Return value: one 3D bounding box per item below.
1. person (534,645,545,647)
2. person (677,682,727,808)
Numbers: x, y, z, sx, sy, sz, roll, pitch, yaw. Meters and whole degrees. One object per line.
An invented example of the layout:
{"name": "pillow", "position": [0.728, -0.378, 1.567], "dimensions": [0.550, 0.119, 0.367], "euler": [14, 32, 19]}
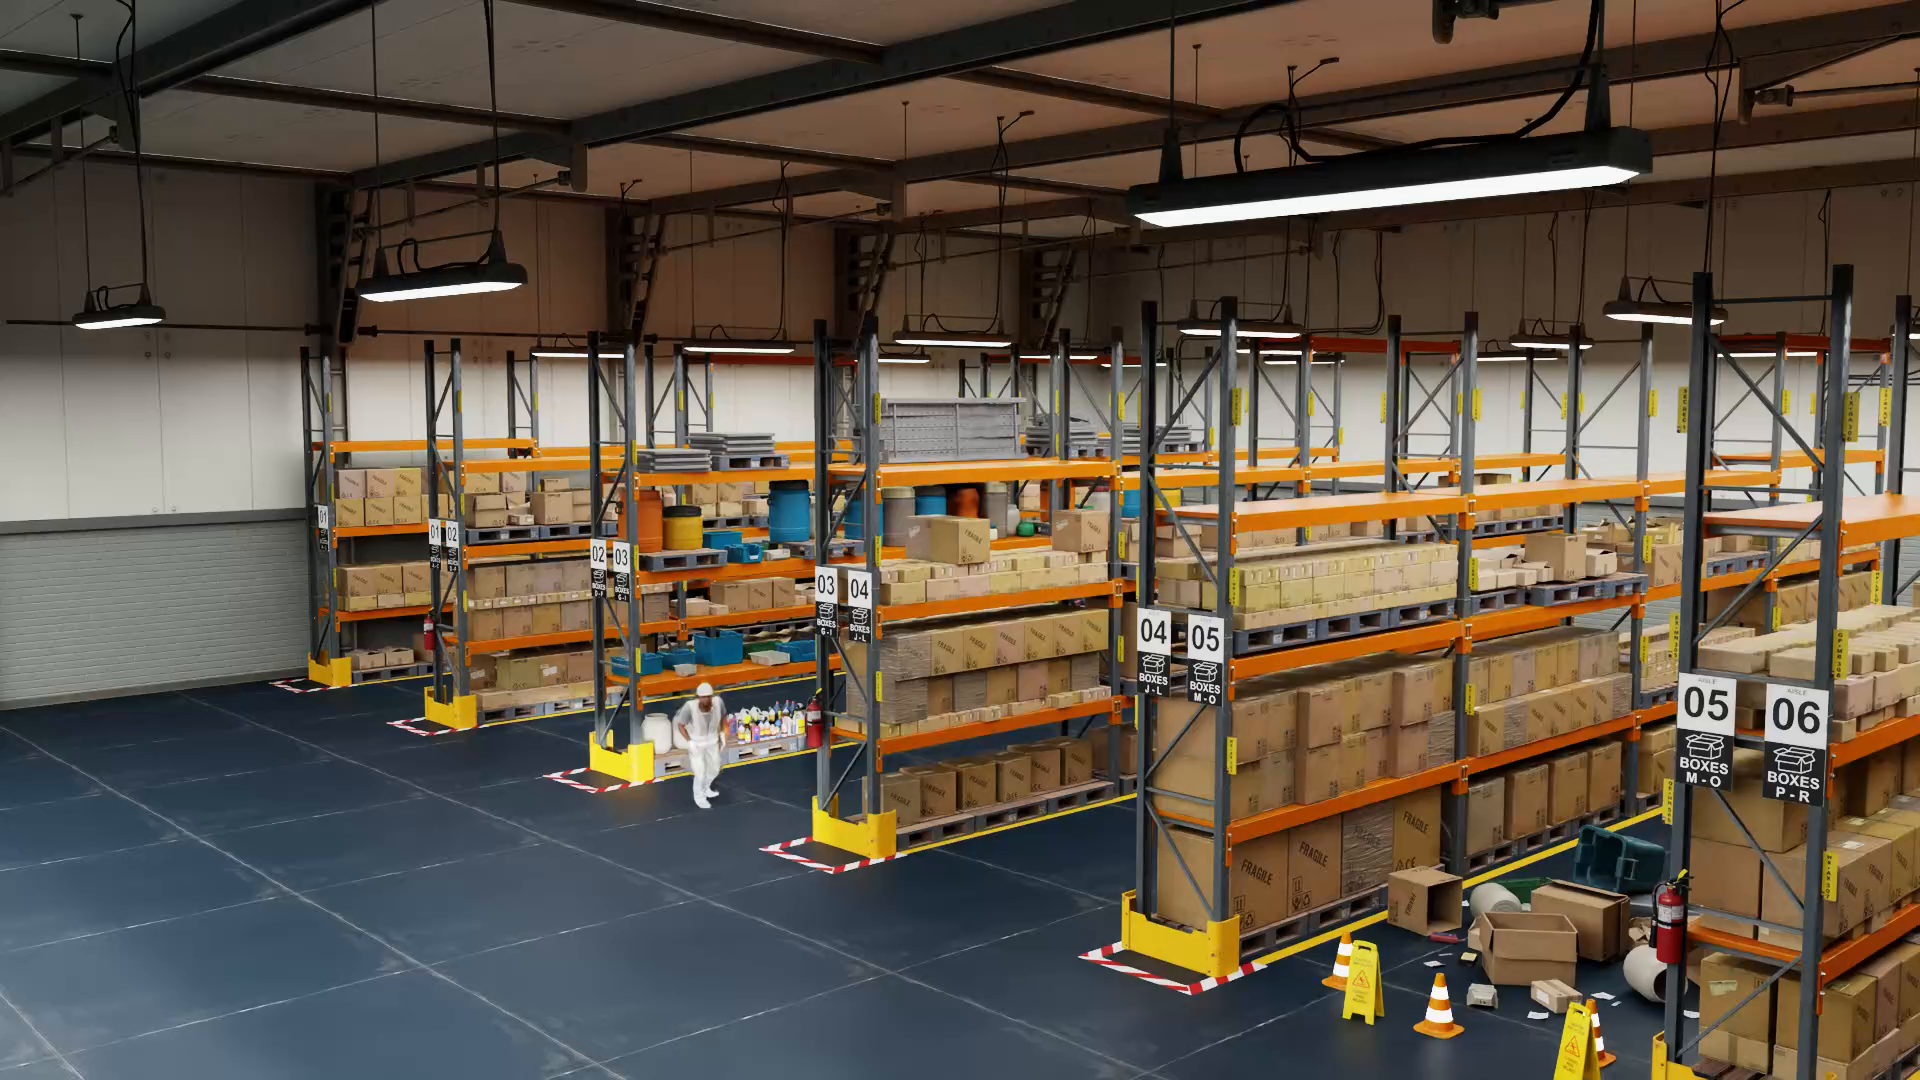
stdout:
{"name": "person", "position": [-7.440, 1.706, 29.378], "dimensions": [0.679, 1.755, 0.959], "euler": [2, 5, 22]}
{"name": "person", "position": [-3.217, 2.533, 20.733], "dimensions": [0.689, 1.631, 0.919], "euler": [-3, 6, -33]}
